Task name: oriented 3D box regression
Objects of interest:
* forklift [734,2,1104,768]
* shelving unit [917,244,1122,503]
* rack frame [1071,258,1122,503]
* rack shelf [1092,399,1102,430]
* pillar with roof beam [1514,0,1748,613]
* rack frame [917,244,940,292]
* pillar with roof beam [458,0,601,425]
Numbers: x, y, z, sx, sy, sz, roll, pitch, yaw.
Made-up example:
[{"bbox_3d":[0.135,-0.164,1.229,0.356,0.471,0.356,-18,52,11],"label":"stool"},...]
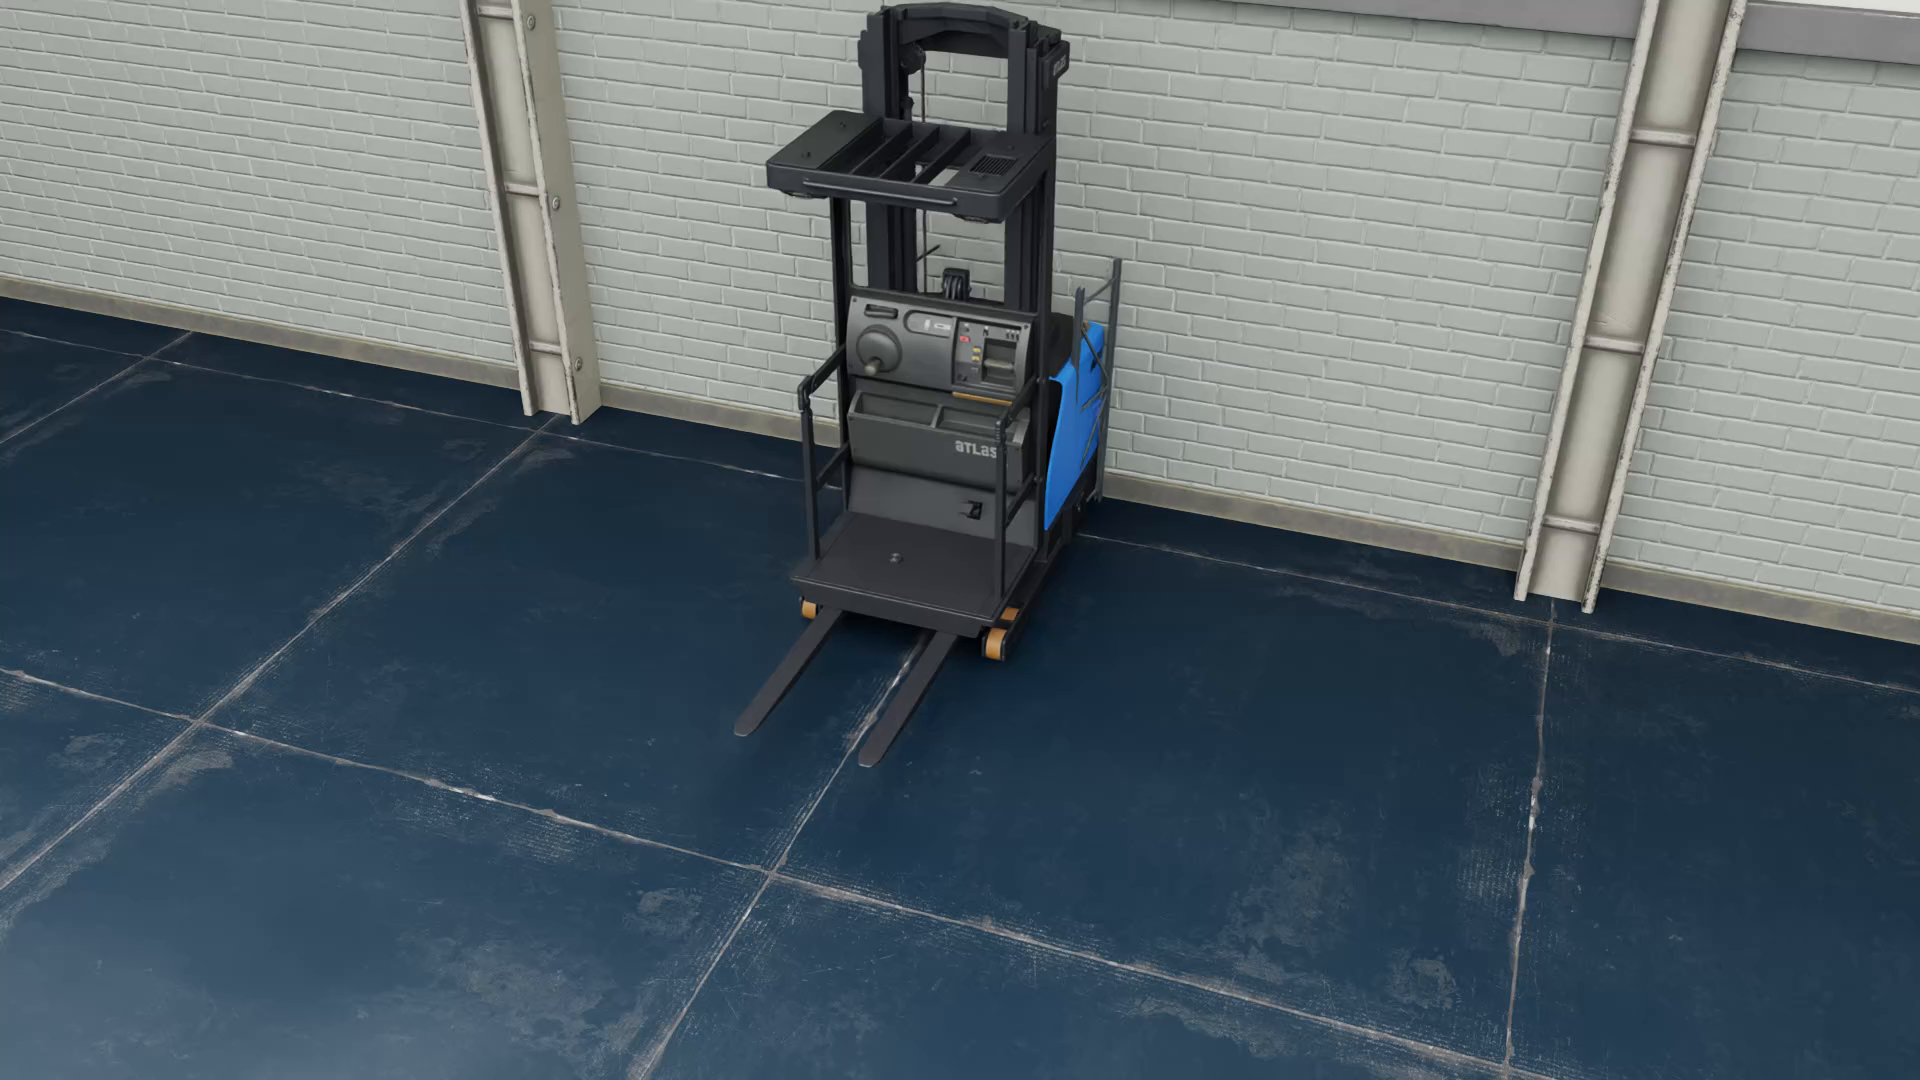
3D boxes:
[{"bbox_3d":[-0.181,-0.883,7.884,1.130,2.935,3.031,11,35,17],"label":"forklift"},{"bbox_3d":[0.260,-0.886,9.220,1.048,1.500,0.538,18,35,24],"label":"shelving unit"},{"bbox_3d":[0.703,-0.744,9.015,0.032,1.500,0.500,18,35,24],"label":"rack frame"},{"bbox_3d":[0.255,-0.734,9.315,1.000,0.185,0.538,18,35,24],"label":"rack shelf"},{"bbox_3d":[1.696,-1.315,2.958,0.400,9.000,9.100,11,34,16],"label":"pillar with roof beam"},{"bbox_3d":[-0.183,-1.029,9.425,0.032,1.500,0.500,18,35,24],"label":"rack frame"},{"bbox_3d":[-3.952,-2.413,4.659,0.400,9.000,9.100,11,34,16],"label":"pillar with roof beam"}]
